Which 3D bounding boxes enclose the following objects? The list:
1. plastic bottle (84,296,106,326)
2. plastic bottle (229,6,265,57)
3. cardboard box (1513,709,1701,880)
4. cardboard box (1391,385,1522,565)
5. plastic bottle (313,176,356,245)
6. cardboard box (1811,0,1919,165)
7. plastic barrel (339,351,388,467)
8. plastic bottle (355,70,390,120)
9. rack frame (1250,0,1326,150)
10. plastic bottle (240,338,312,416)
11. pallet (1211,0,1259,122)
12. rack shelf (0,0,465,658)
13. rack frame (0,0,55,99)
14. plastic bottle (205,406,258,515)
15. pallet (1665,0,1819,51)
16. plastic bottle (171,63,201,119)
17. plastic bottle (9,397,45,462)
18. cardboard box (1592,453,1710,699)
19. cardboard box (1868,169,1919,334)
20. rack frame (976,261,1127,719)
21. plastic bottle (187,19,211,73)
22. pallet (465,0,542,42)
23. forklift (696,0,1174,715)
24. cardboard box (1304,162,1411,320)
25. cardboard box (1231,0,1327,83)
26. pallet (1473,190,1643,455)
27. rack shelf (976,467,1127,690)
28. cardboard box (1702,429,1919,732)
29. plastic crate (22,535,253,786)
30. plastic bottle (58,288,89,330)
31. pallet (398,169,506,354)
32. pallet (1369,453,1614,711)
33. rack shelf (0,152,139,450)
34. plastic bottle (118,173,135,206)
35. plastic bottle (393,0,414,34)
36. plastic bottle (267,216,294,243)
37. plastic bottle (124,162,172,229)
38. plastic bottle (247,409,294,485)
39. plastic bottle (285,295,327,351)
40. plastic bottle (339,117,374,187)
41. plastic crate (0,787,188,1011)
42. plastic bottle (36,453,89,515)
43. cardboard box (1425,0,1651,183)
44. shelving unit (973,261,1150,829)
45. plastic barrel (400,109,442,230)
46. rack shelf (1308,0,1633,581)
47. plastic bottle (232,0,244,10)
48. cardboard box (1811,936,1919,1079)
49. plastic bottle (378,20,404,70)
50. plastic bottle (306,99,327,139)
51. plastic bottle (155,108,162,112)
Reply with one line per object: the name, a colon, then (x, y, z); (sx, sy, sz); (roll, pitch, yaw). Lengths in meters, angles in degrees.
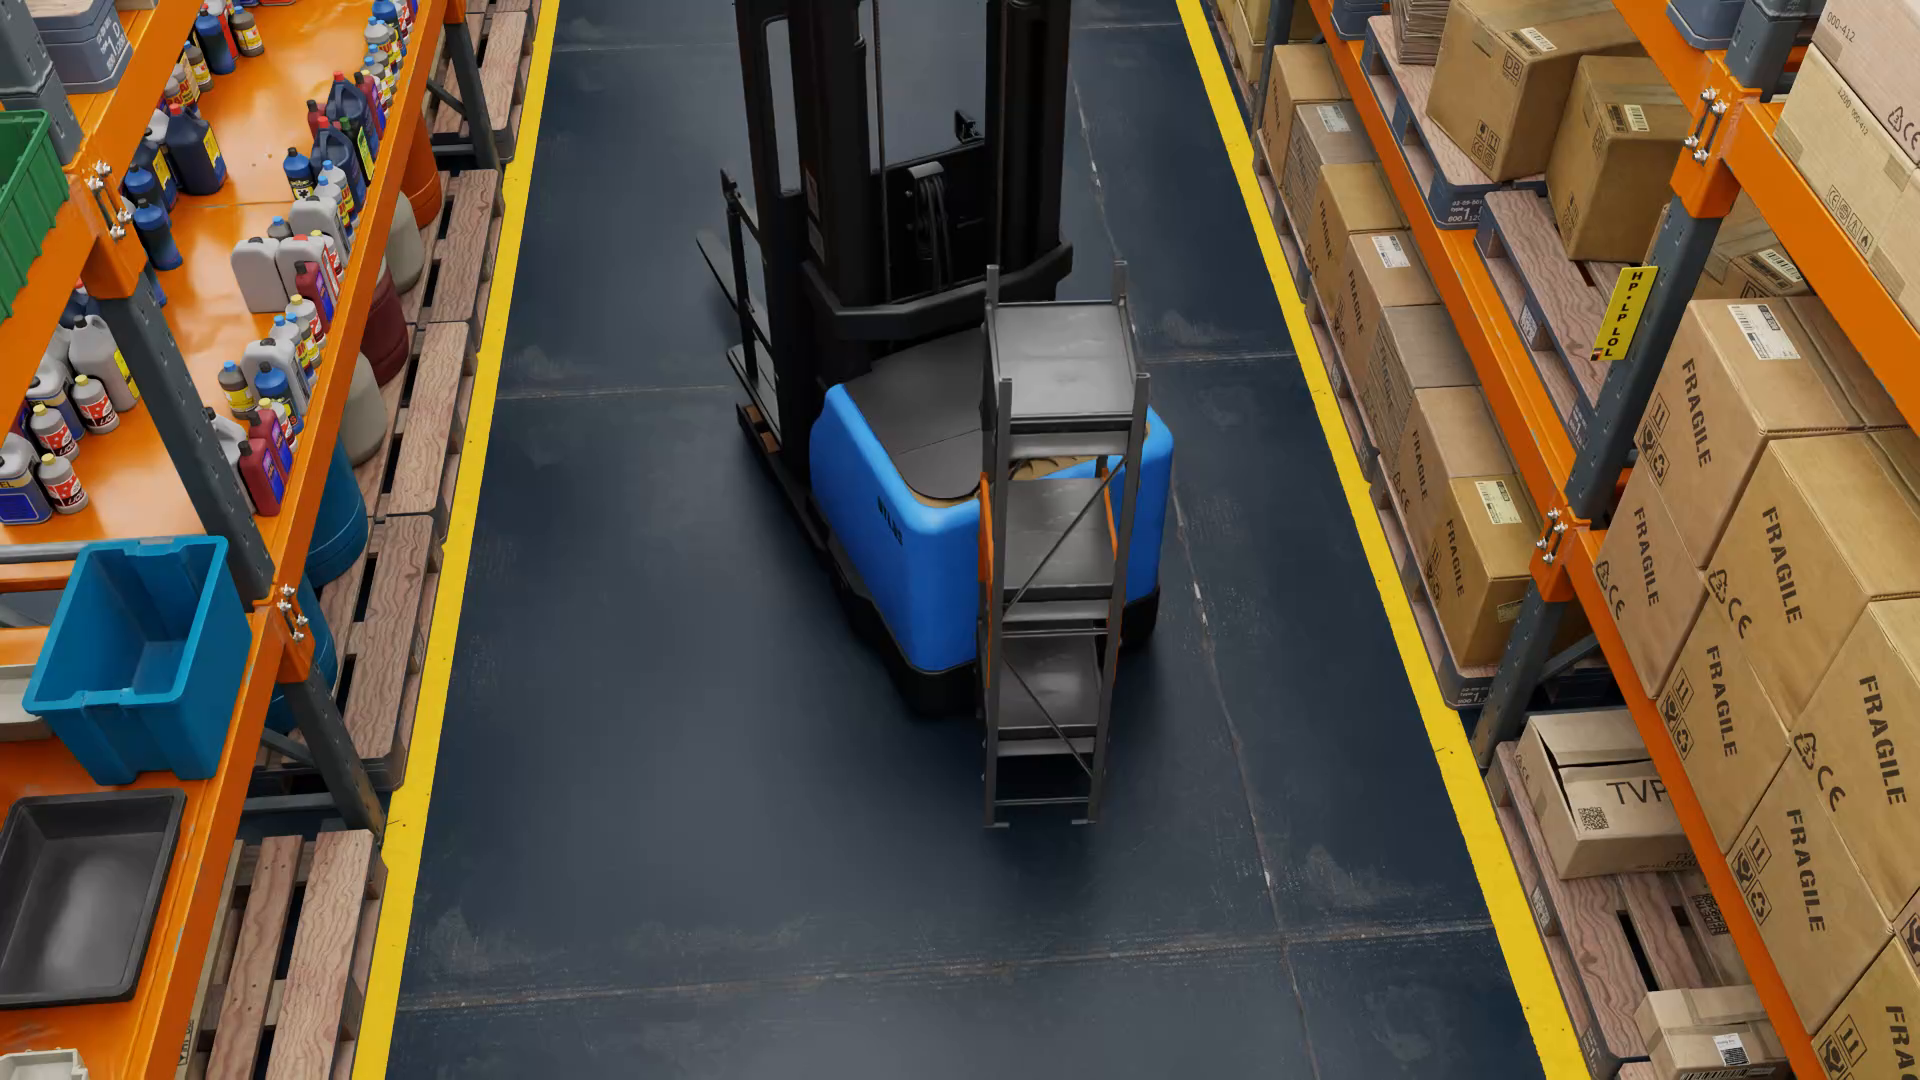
plastic bottle: (-2.818, -0.735, 5.551); (0.144, 0.351, 0.185); (-3, 47, -3)
plastic bottle: (-3.003, -2.144, 6.988); (0.097, 0.201, 0.097); (0, 47, 0)
cardboard box: (2.213, 0.827, 5.586); (0.500, 0.311, 0.500); (-3, 47, -3)
cardboard box: (2.033, -0.252, 6.478); (0.500, 0.500, 0.500); (-3, 47, -3)
plastic bottle: (-2.282, -1.202, 6.047); (0.097, 0.271, 0.097); (0, 47, 0)
cardboard box: (2.186, -1.048, 3.506); (0.500, 0.250, 0.500); (-3, 47, -3)
plastic barrel: (-2.589, -0.574, 6.789); (0.421, 0.512, 0.421); (0, 47, 0)
plastic bottle: (-2.351, -1.779, 6.642); (0.097, 0.201, 0.097); (0, 47, 0)
rack frame: (2.058, -3.157, 7.810); (1.000, 3.000, 0.127); (-3, 47, -3)
plastic bottle: (-2.233, -0.545, 5.422); (0.152, 0.276, 0.135); (-3, 47, -3)
pallet: (2.028, -2.796, 9.389); (1.003, 0.211, 1.213); (-3, 47, -3)
rack shelf: (-2.711, -1.164, 6.419); (1.077, 0.370, 4.000); (-3, 47, -3)
rack frame: (-2.543, -2.027, 2.609); (1.000, 3.000, 0.127); (-3, 47, -3)
plastic bottle: (-2.253, -0.251, 5.092); (0.144, 0.351, 0.185); (-3, 47, -3)
pallet: (2.408, -1.706, 4.500); (1.213, 0.211, 1.003); (-3, 47, -3)
plastic bottle: (-3.112, -1.798, 6.612); (0.097, 0.271, 0.097); (0, 47, 0)
plastic bottle: (-2.963, -0.354, 5.237); (0.061, 0.283, 0.133); (-3, 47, -3)
cardboard box: (2.164, 0.088, 4.668); (0.500, 0.500, 0.500); (-2, 47, -2)
cardboard box: (2.225, -0.514, 3.345); (0.500, 0.250, 0.500); (-3, 47, -3)
rack frame: (0.268, -0.062, 5.496); (0.400, 2.100, 0.015); (-2, 47, -2)
plastic bottle: (-3.160, -2.051, 6.844); (0.061, 0.283, 0.133); (-3, 47, -3)
pallet: (-3.003, -3.343, 9.907); (1.003, 0.211, 1.213); (-3, 47, -3)
forklift: (-0.320, -1.440, 6.232); (1.130, 2.935, 3.031); (-19, 49, -17)
cardboard box: (1.898, -1.360, 7.527); (0.500, 0.500, 0.500); (-4, 47, -4)
cardboard box: (1.771, -2.722, 9.003); (0.500, 0.250, 0.500); (-2, 47, -2)
pallet: (2.435, -0.782, 5.693); (1.003, 0.211, 1.213); (-3, 47, -3)
rack shelf: (0.281, 0.124, 5.339); (0.431, 0.518, 0.480); (-2, 47, -2)
cardboard box: (2.196, 0.090, 3.978); (0.500, 0.500, 0.500); (-5, 47, -5)
plastic crate: (-2.164, 0.337, 4.471); (0.392, 0.384, 0.575); (-3, 47, -3)
plastic bottle: (-2.962, -0.726, 5.543); (0.144, 0.351, 0.185); (-3, 47, -3)
pallet: (-2.771, -1.332, 8.002); (1.003, 0.211, 1.213); (-3, 47, -3)
pallet: (2.287, 0.110, 6.637); (1.003, 0.211, 1.213); (-3, 47, -3)
rack shelf: (-2.376, 0.698, 2.589); (1.077, 0.370, 4.000); (-3, 47, -3)
plastic bottle: (-3.067, -1.249, 6.084); (0.061, 0.283, 0.133); (-3, 47, -3)
plastic bottle: (-2.408, -2.272, 7.109); (0.097, 0.201, 0.097); (0, 47, 0)
plastic bottle: (-2.422, -1.071, 5.972); (0.097, 0.201, 0.097); (0, 47, 0)
plastic bottle: (-2.989, -1.263, 6.105); (0.097, 0.271, 0.097); (0, 47, 0)
plastic bottle: (-2.160, -0.312, 5.197); (0.061, 0.283, 0.133); (-3, 47, -3)
plastic bottle: (-2.232, -0.745, 5.663); (0.097, 0.201, 0.097); (0, 47, 0)
plastic bottle: (-2.297, -1.494, 6.316); (0.061, 0.283, 0.133); (-3, 47, -3)
plastic crate: (-2.182, 0.903, 4.114); (0.437, 0.125, 0.590); (-3, 47, -3)
plastic bottle: (-2.776, -0.183, 5.130); (0.097, 0.201, 0.097); (0, 47, 0)
cardboard box: (2.184, -1.716, 6.088); (0.700, 0.500, 0.500); (-14, 48, -13)
shelving unit: (0.281, 0.115, 5.329); (0.431, 2.100, 0.503); (-2, 47, -2)
plastic barrel: (-2.820, -1.904, 7.829); (0.600, 0.830, 0.708); (-3, 47, -3)
rack shelf: (2.226, -1.463, 6.701); (1.077, 0.370, 4.000); (-3, 47, -3)
plastic bottle: (-3.182, -2.396, 7.178); (0.097, 0.271, 0.097); (0, 47, 0)
cardboard box: (2.294, 1.188, 3.626); (0.500, 0.500, 0.500); (-4, 47, -4)
plastic bottle: (-2.384, -2.061, 6.909); (0.097, 0.201, 0.097); (0, 47, 0)
plastic bottle: (-2.452, -1.582, 6.399); (0.061, 0.283, 0.133); (-3, 47, -3)
plastic bottle: (-3.085, -1.560, 6.387); (0.097, 0.271, 0.097); (0, 47, 0)
